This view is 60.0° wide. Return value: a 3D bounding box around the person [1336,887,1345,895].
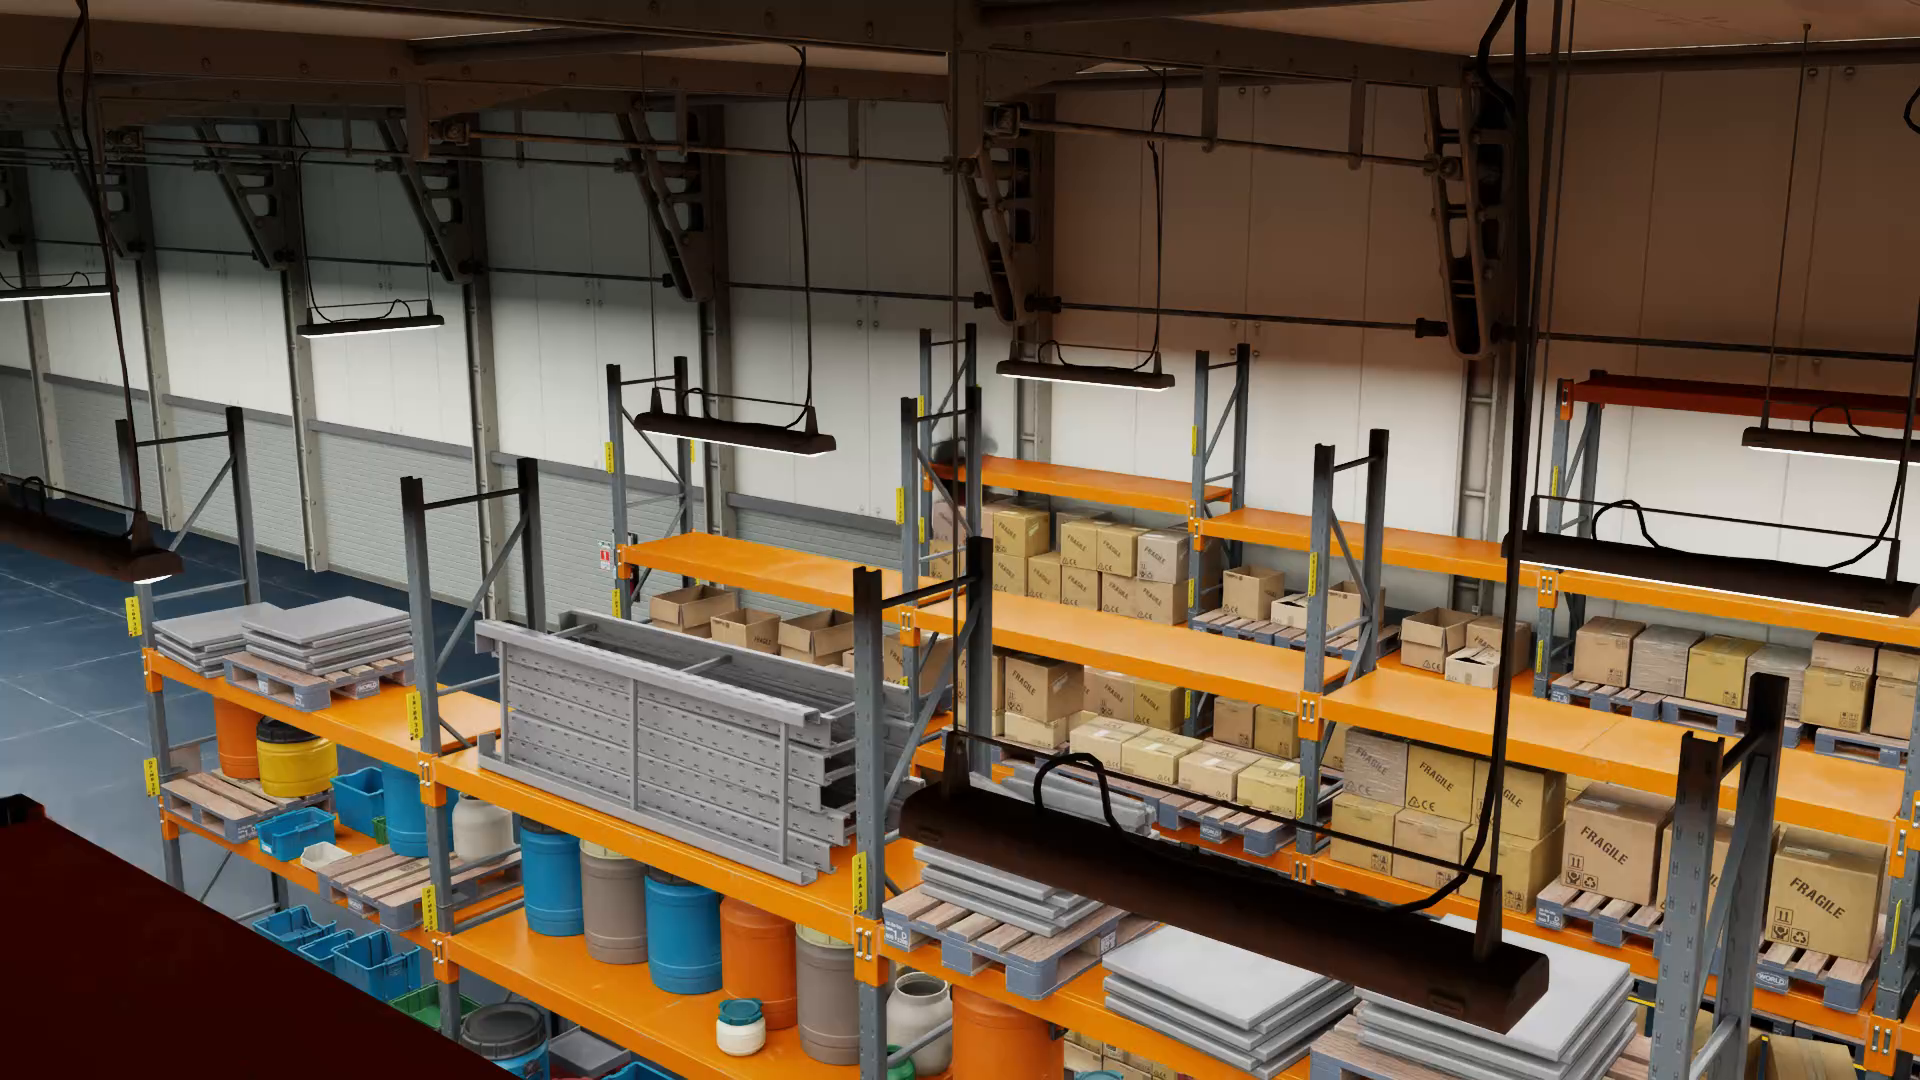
[{"bbox_3d":[3.505,3.851,15.409,0.562,1.657,0.599,6,14,26],"label":"person"}]
